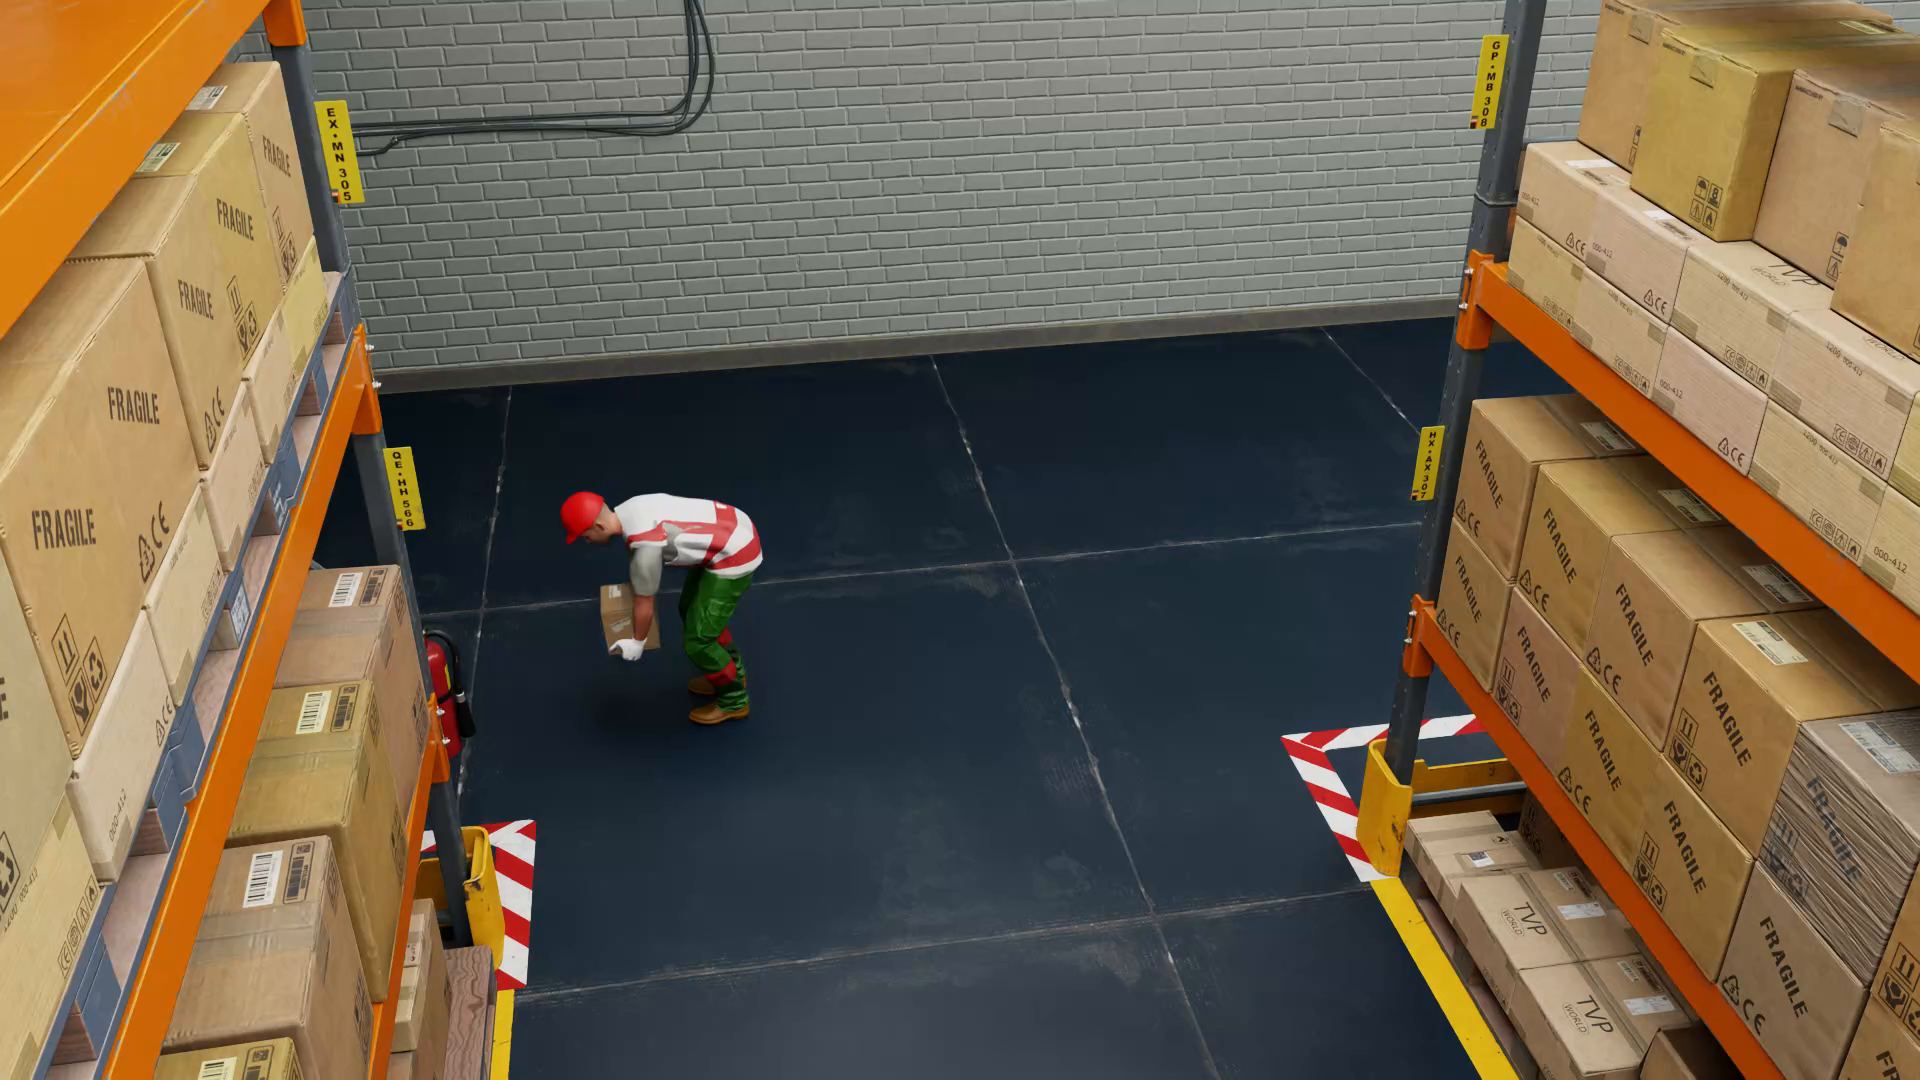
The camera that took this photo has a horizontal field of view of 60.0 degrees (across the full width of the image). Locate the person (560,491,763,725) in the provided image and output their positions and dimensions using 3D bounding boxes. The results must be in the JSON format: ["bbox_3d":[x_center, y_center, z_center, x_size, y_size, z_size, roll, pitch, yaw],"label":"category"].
[{"bbox_3d":[-1.412,0.294,8.106,0.919,1.288,0.503,-6,31,-11],"label":"person"}]
